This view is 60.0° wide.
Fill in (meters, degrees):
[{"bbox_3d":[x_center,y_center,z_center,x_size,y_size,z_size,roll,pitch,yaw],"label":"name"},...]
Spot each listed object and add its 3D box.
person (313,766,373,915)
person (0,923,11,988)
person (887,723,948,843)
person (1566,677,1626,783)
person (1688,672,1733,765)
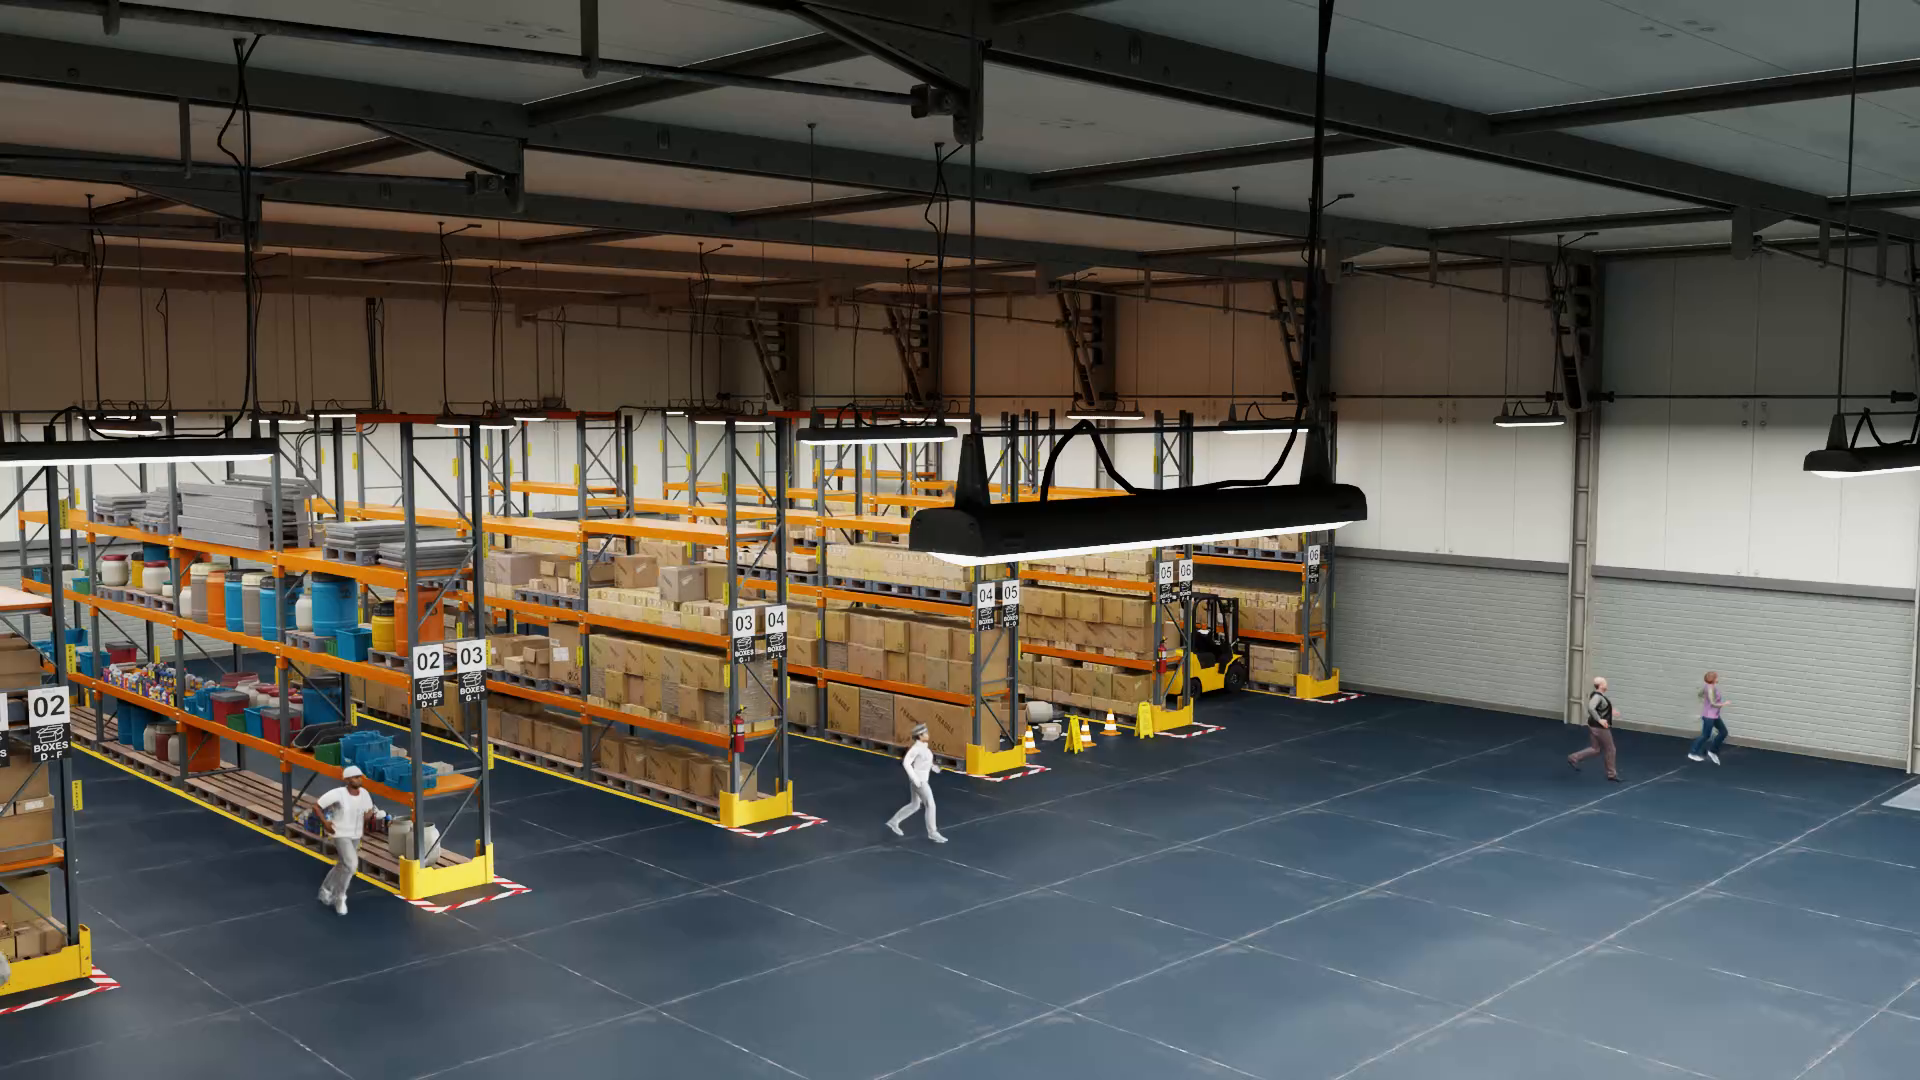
[{"bbox_3d":[-7.605,3.695,20.606,0.673,1.811,0.680,2,5,25],"label":"person"},{"bbox_3d":[-9.803,4.063,16.701,0.593,1.624,0.578,0,5,1],"label":"person"},{"bbox_3d":[-0.602,3.443,23.623,0.855,1.703,0.621,0,5,0],"label":"person"},{"bbox_3d":[10.479,3.107,27.331,0.928,1.727,0.663,1,5,10],"label":"person"},{"bbox_3d":[12.897,3.053,28.546,0.678,1.617,0.507,3,6,31],"label":"person"}]
